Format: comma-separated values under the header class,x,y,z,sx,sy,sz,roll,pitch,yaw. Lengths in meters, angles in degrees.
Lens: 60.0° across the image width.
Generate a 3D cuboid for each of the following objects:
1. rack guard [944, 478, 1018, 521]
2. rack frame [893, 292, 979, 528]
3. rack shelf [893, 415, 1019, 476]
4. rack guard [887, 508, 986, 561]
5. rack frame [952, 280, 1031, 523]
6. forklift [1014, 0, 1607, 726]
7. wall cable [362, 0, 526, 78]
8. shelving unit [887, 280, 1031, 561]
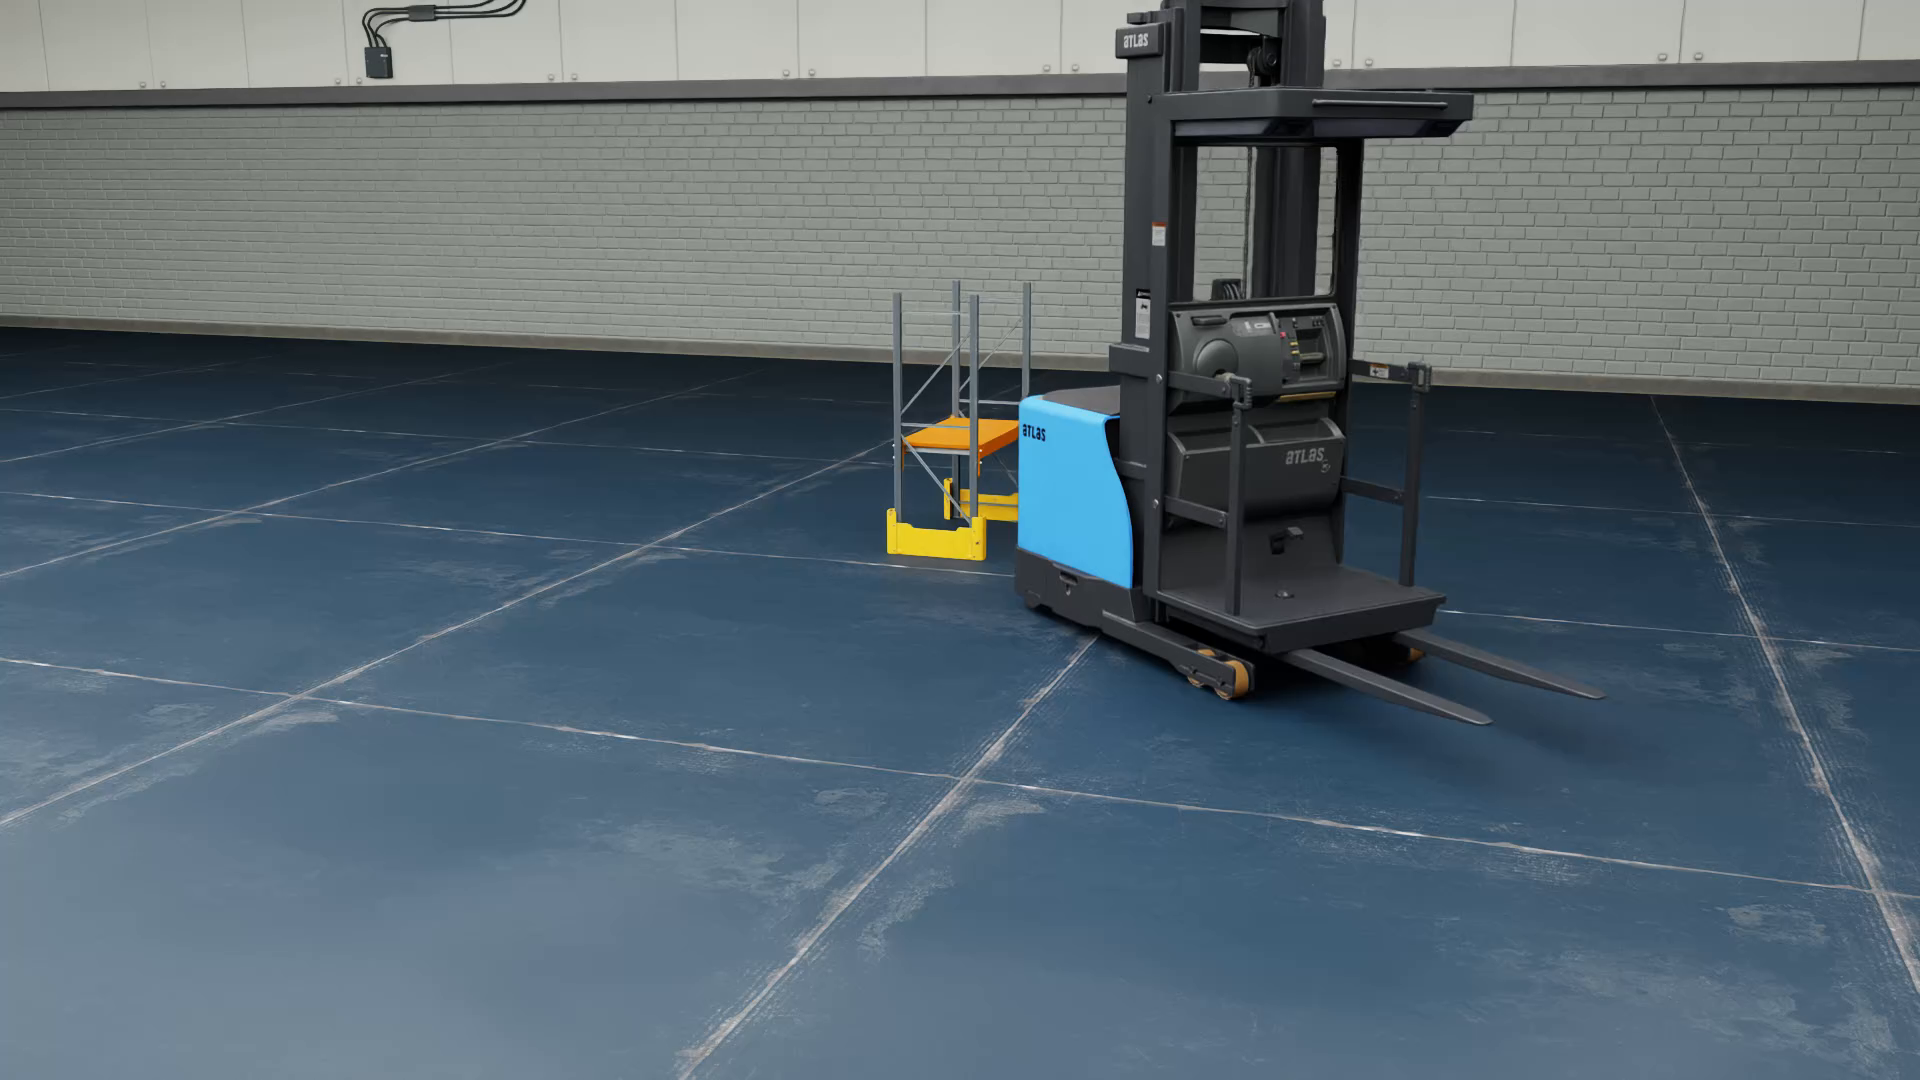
class,x,y,z,sx,sy,sz,roll,pitch,yaw
rack guard,0.186,-0.243,10.490,0.587,0.250,0.087,4,14,18
rack frame,-0.137,-0.642,9.431,0.500,1.500,0.032,4,14,18
rack shelf,0.028,-0.574,9.940,0.538,0.185,1.000,4,14,18
rack guard,-0.136,-0.033,9.571,0.587,0.250,0.087,4,14,18
rack frame,0.192,-0.856,10.369,0.500,1.500,0.032,4,14,18
forklift,1.443,-0.870,7.213,1.130,2.935,3.031,-7,15,-29
wall cable,-6.060,-8.432,19.066,2.305,6.003,0.169,4,14,18
shelving unit,0.025,-0.747,9.891,0.587,1.500,1.083,4,14,18
